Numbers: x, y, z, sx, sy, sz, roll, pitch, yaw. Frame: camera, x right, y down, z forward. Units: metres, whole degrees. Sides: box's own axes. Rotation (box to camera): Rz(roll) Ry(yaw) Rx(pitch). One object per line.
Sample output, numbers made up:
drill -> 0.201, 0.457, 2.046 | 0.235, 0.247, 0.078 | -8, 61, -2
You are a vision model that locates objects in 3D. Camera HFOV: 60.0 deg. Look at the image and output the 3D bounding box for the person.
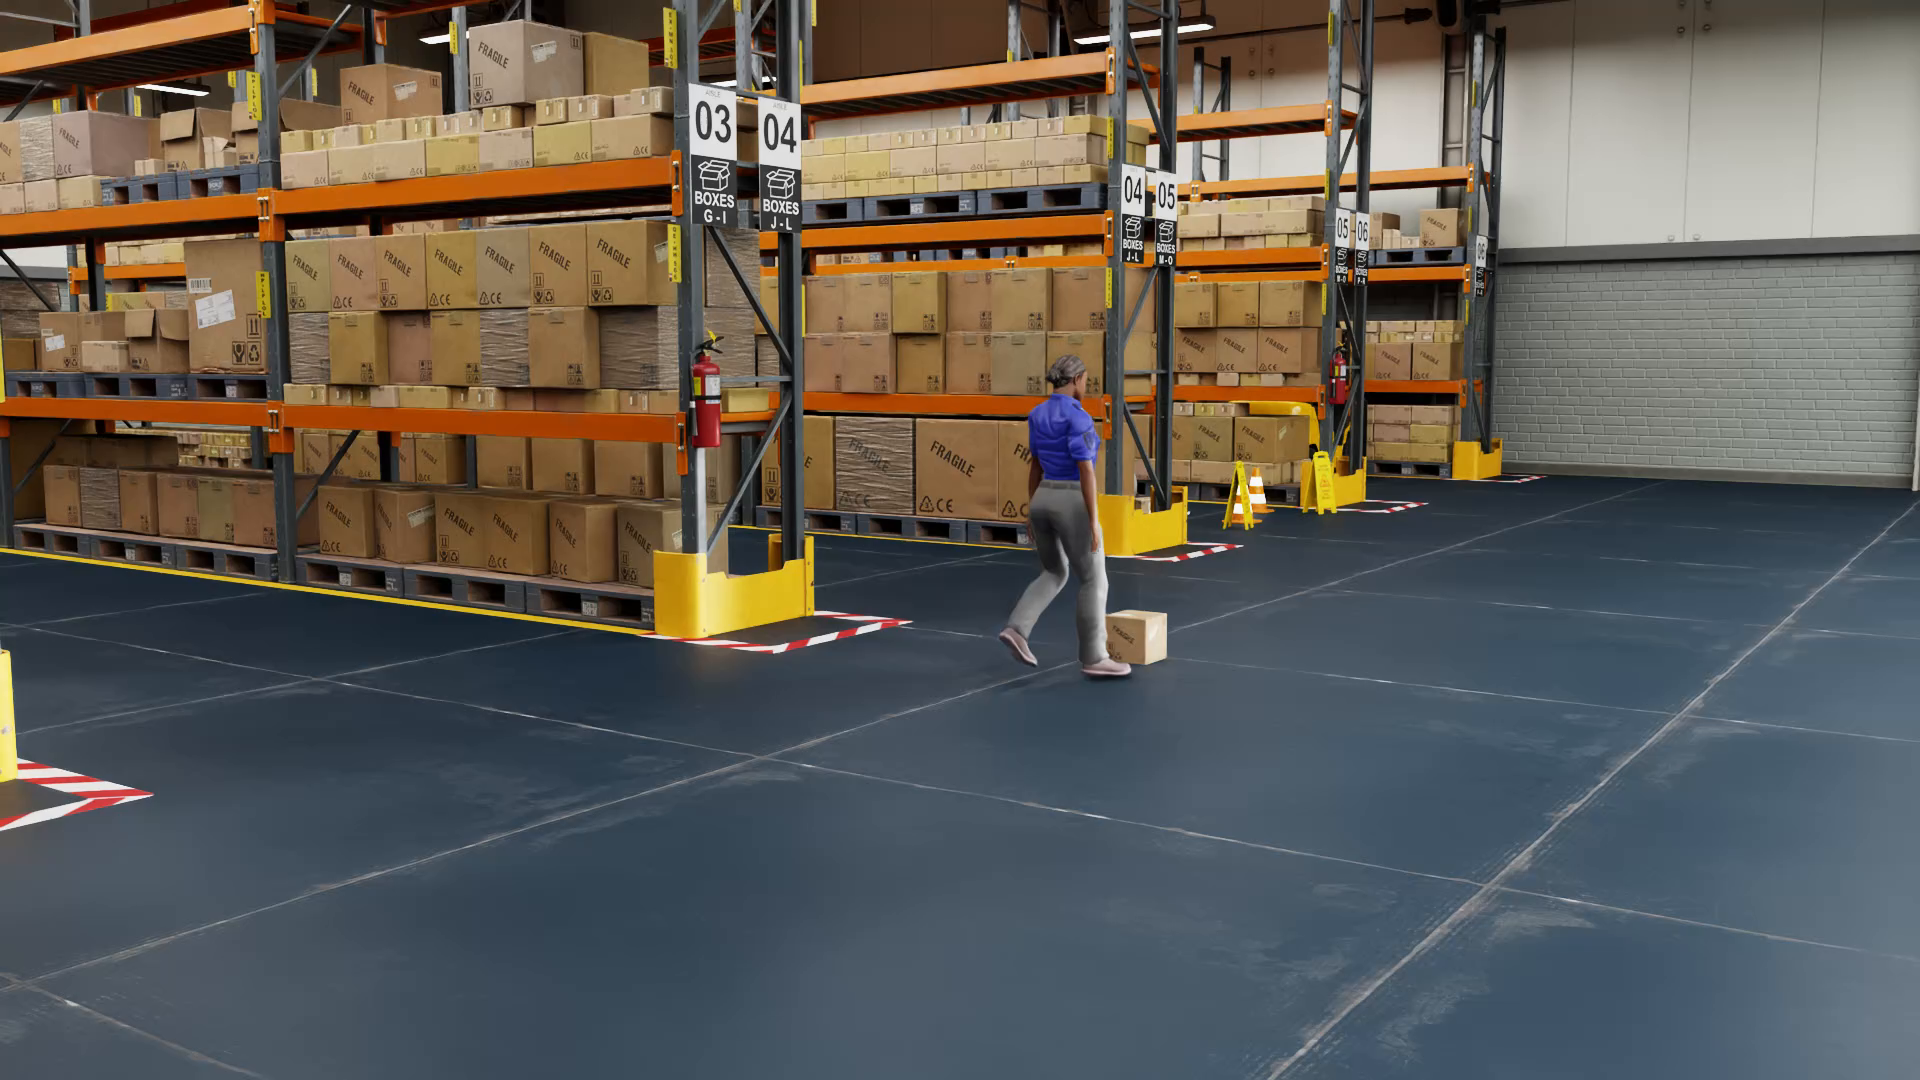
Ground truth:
person -> 0.543, -0.124, 8.548 | 0.566, 1.649, 0.529 | -5, 8, -40
